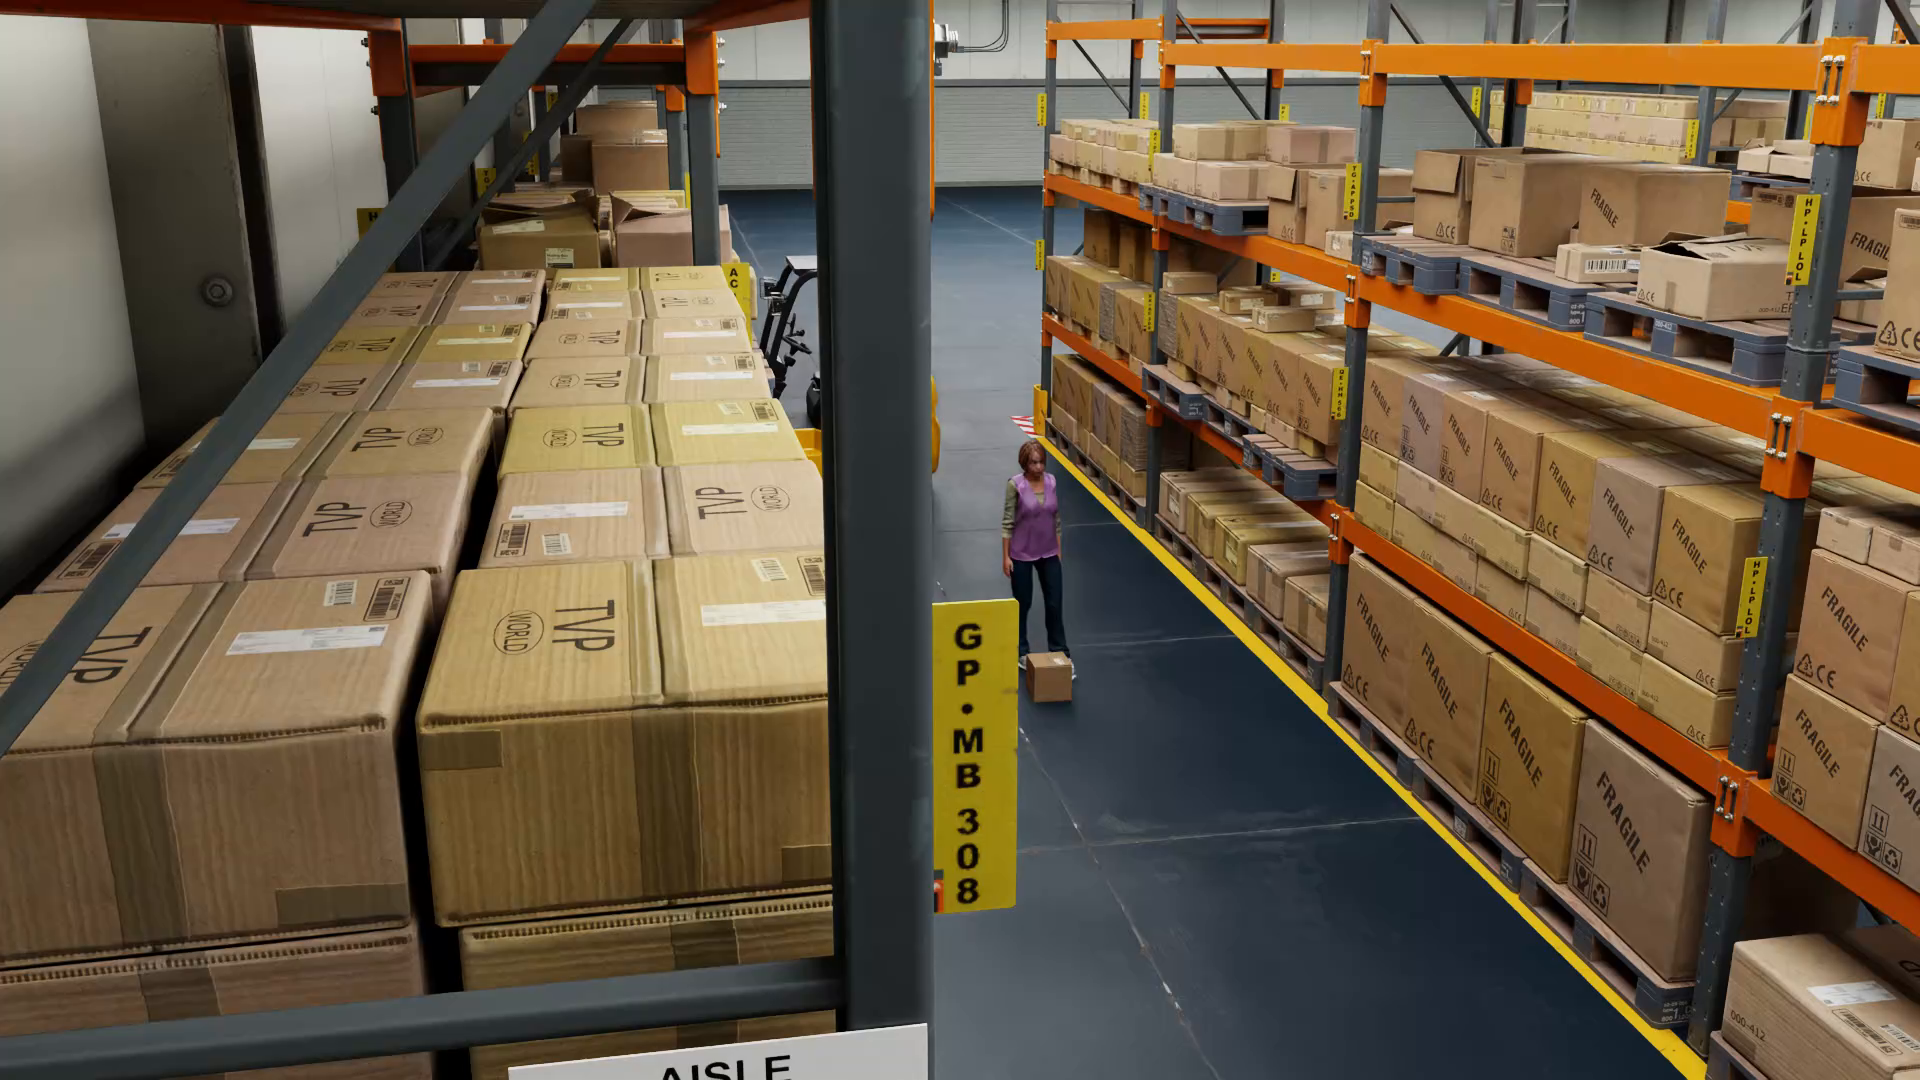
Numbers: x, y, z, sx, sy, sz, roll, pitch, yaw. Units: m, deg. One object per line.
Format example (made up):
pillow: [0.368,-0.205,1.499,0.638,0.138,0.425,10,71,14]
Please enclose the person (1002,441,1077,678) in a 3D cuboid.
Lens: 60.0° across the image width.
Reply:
person: [0.526,0.133,11.073,0.433,1.594,0.517,-6,18,-20]
